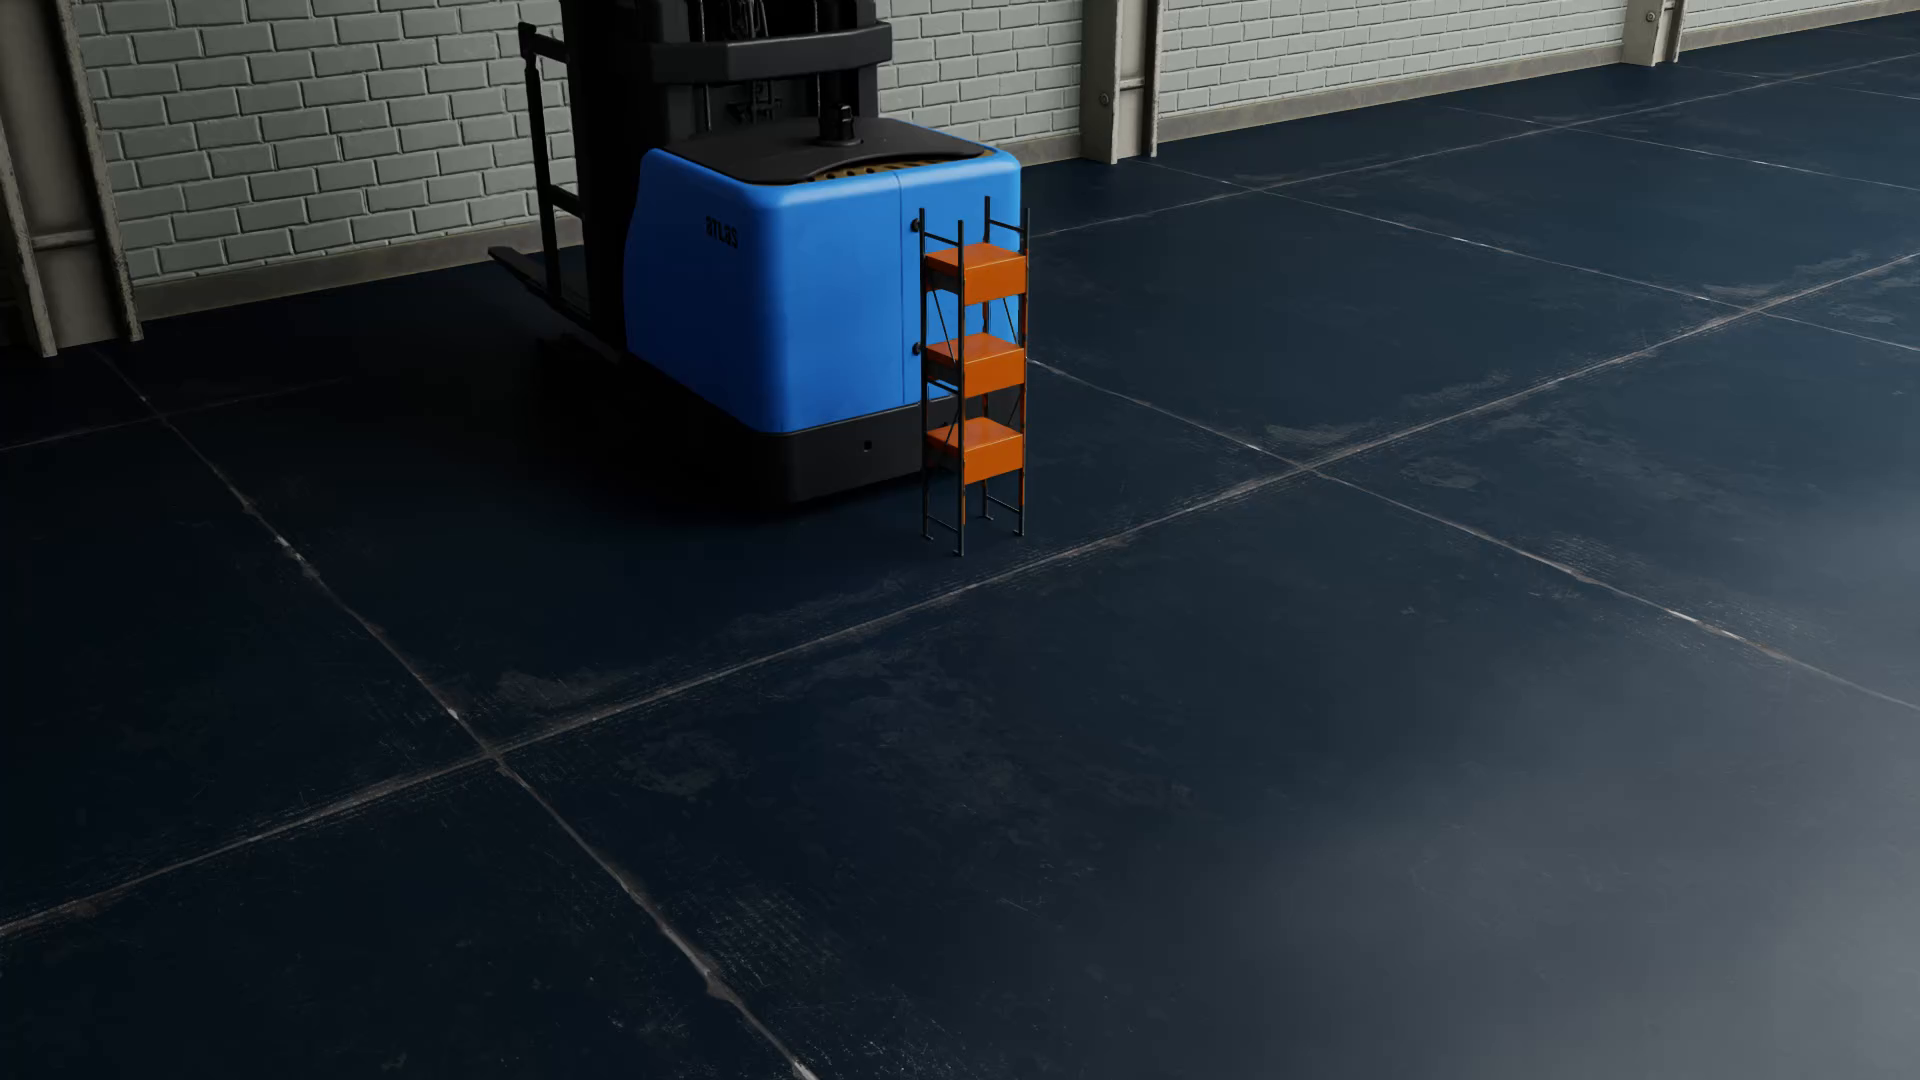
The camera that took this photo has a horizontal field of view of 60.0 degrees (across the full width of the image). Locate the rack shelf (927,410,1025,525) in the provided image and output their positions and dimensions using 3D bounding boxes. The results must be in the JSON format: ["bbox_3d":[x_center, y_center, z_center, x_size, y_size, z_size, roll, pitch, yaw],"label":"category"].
[{"bbox_3d":[0.042,-0.228,5.180,0.240,0.259,0.215,-18,31,-34],"label":"rack shelf"}]

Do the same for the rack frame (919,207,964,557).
[{"bbox_3d":[-0.054,-0.458,4.991,0.008,1.050,0.200,-18,31,-34],"label":"rack frame"}]

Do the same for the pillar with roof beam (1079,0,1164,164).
[{"bbox_3d":[3.646,-5.070,5.486,0.400,9.000,9.100,-18,31,-34],"label":"pillar with roof beam"}]

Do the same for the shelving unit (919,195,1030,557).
[{"bbox_3d":[0.042,-0.490,5.059,0.252,1.050,0.215,-18,31,-34],"label":"shelving unit"}]

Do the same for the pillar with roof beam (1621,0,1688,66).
[{"bbox_3d":[8.367,-6.629,8.844,0.400,9.000,9.100,-18,31,-34],"label":"pillar with roof beam"}]

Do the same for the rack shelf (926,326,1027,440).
[{"bbox_3d":[0.042,-0.481,5.063,0.240,0.259,0.215,-18,31,-34],"label":"rack shelf"}]

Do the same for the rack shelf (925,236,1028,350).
[{"bbox_3d":[0.042,-0.738,4.944,0.240,0.259,0.215,-18,31,-34],"label":"rack shelf"}]

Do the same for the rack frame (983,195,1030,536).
[{"bbox_3d":[0.138,-0.522,5.127,0.008,1.050,0.200,-18,31,-34],"label":"rack frame"}]

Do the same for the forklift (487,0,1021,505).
[{"bbox_3d":[-1.028,-2.009,6.097,1.130,2.935,3.031,-16,29,-31],"label":"forklift"}]

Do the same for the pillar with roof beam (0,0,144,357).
[{"bbox_3d":[-1.076,-3.512,2.127,0.400,9.000,9.100,-18,31,-34],"label":"pillar with roof beam"}]
